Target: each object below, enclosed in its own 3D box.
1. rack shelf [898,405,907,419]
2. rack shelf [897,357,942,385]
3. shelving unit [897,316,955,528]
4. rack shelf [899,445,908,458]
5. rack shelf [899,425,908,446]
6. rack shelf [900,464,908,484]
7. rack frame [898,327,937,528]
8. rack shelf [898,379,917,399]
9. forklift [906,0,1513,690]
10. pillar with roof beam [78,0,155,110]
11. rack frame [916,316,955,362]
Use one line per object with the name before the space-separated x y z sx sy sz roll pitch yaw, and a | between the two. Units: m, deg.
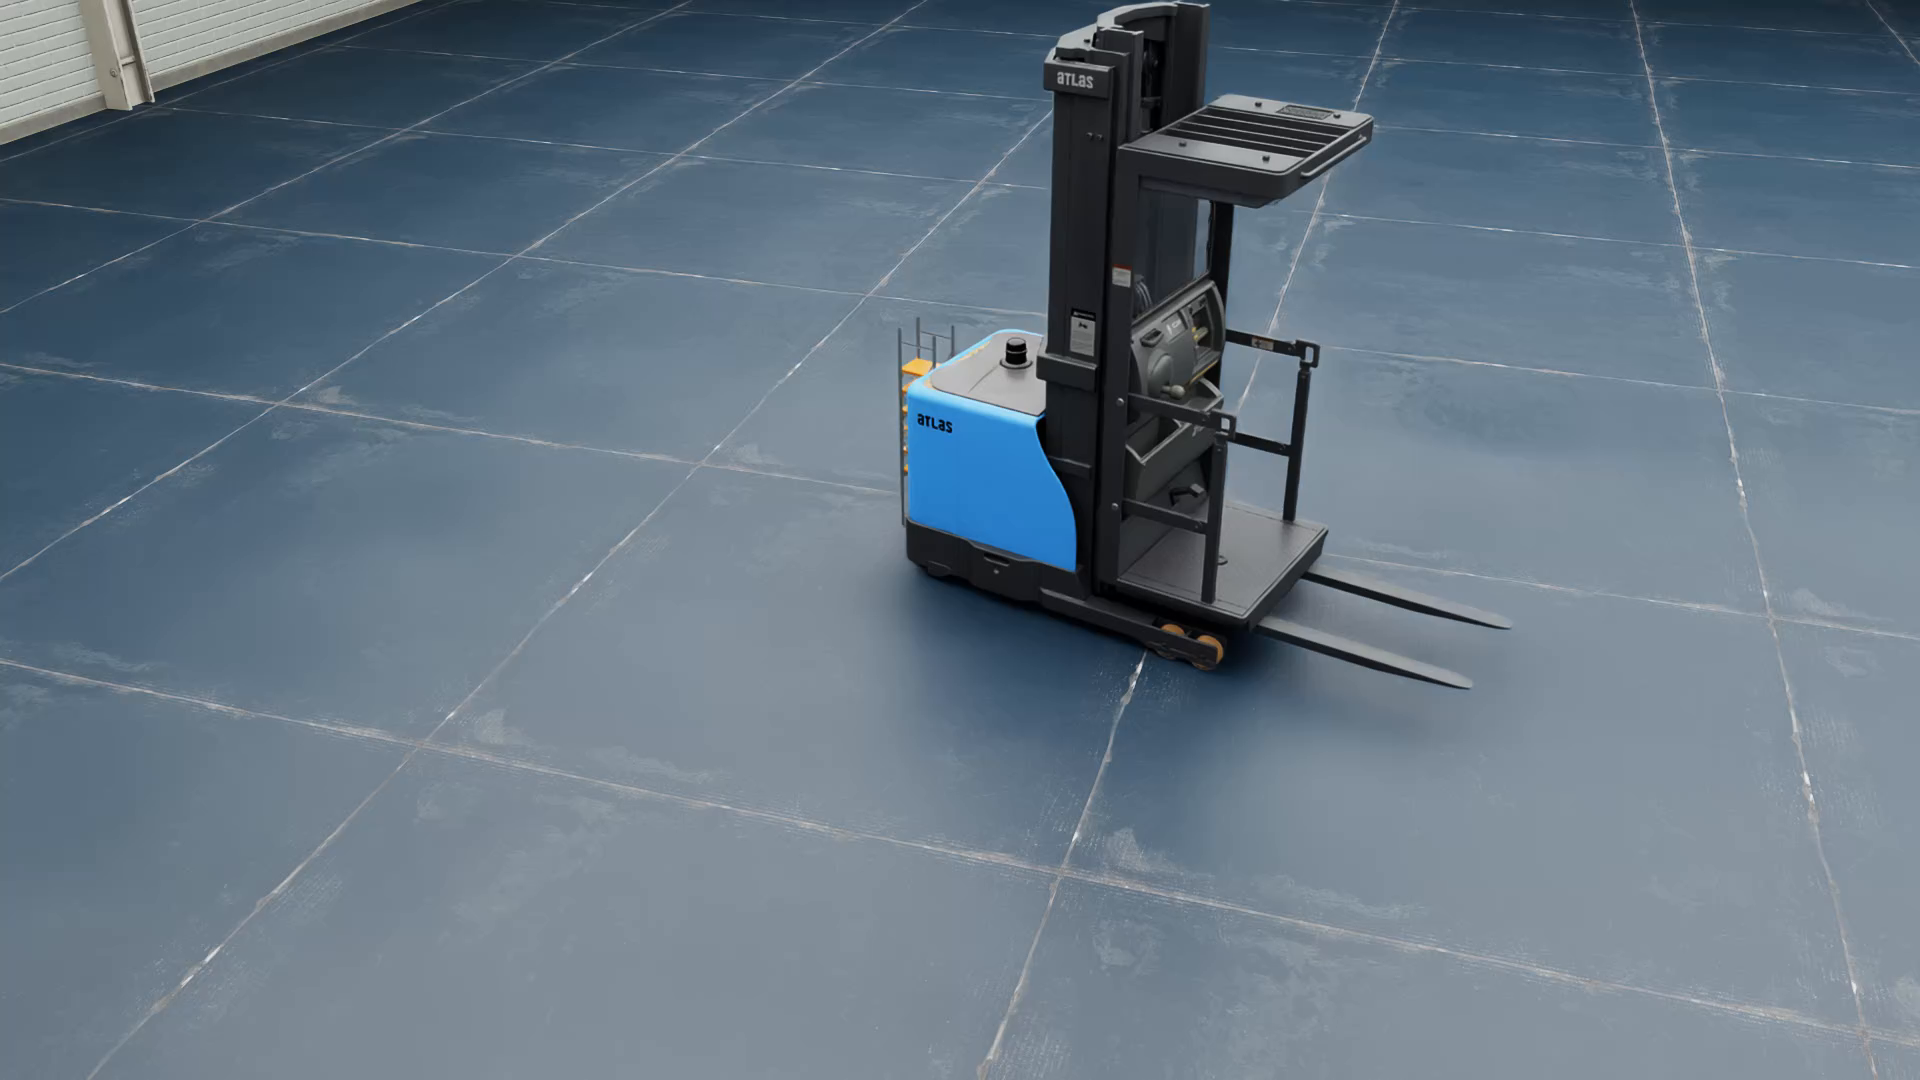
rack shelf | -0.179 -0.676 9.076 0.258 0.103 0.180 17 33 27
rack shelf | -0.179 -0.886 8.959 0.258 0.103 0.180 17 33 27
shelving unit | -0.179 -0.610 9.112 0.258 1.200 0.189 17 33 27
rack shelf | -0.179 -0.466 9.192 0.258 0.103 0.180 17 33 27
rack shelf | -0.179 -0.571 9.134 0.258 0.103 0.180 17 33 27
rack shelf | -0.179 -0.361 9.251 0.258 0.103 0.180 17 33 27
rack frame | -0.227 -0.572 9.044 0.240 1.200 0.006 17 33 27
rack shelf | -0.179 -0.781 9.017 0.258 0.103 0.180 17 33 27
forklift | 1.231 -0.941 7.927 3.031 2.935 1.130 17 33 28
pillar with roof beam | -4.603 -7.893 14.181 9.100 9.000 0.400 8 30 15
rack frame | -0.132 -0.648 9.181 0.240 1.200 0.006 17 33 27
